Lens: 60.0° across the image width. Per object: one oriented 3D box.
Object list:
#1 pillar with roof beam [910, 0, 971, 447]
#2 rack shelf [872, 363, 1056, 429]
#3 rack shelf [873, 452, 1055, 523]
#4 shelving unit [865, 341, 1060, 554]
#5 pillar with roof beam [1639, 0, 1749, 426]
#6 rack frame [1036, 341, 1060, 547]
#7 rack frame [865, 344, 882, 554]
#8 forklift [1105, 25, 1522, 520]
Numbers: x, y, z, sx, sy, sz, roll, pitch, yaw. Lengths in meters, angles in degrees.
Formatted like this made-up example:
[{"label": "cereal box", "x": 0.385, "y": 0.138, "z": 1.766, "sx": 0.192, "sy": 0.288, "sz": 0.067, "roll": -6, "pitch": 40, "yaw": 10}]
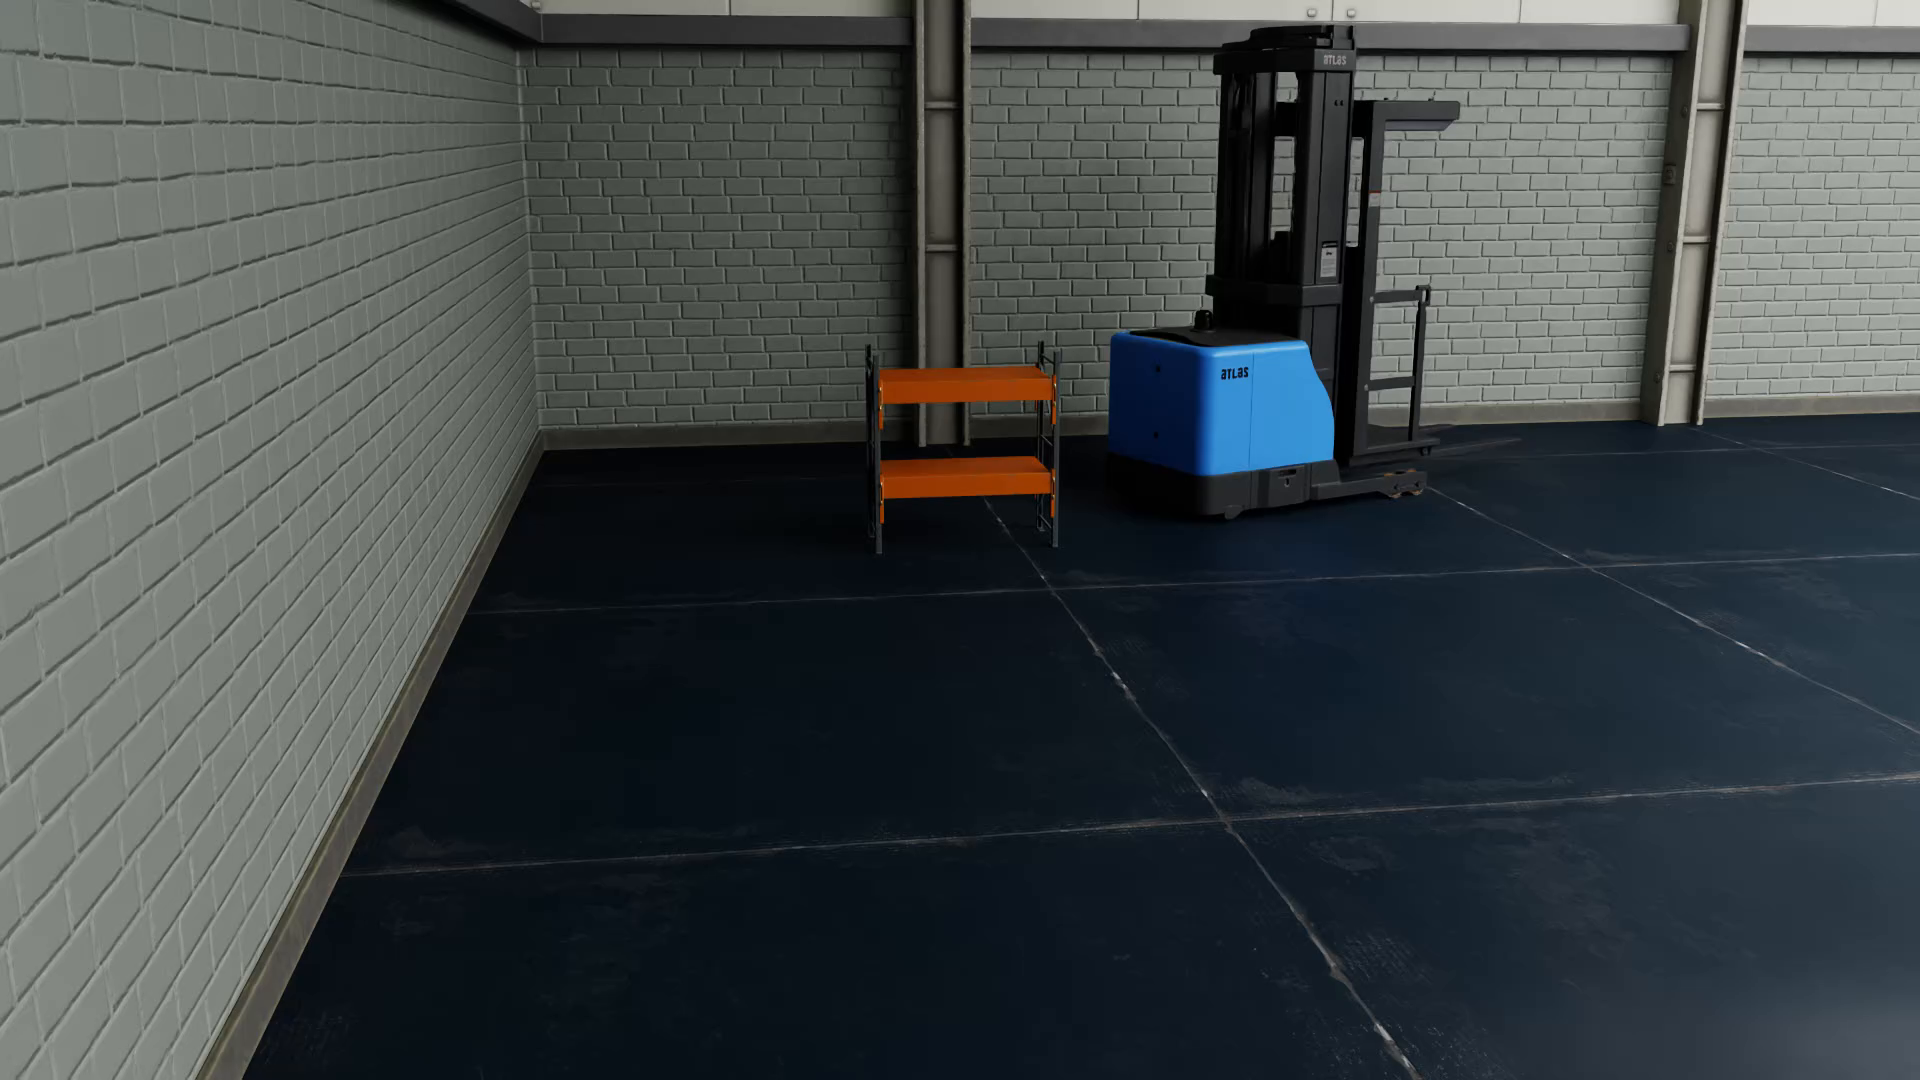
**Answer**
[{"label": "pillar with roof beam", "x": 0.500, "y": -4.077, "z": 7.478, "sx": 0.400, "sy": 9.000, "sz": 9.100, "roll": -2, "pitch": 14, "yaw": -8}, {"label": "rack shelf", "x": 0.007, "y": -0.830, "z": 9.515, "sx": 1.000, "sy": 0.278, "sz": 0.538, "roll": -2, "pitch": 14, "yaw": -8}, {"label": "rack shelf", "x": 0.007, "y": -0.309, "z": 9.645, "sx": 1.000, "sy": 0.278, "sz": 0.538, "roll": -2, "pitch": 14, "yaw": -8}, {"label": "shelving unit", "x": 0.007, "y": -0.546, "z": 9.586, "sx": 1.048, "sy": 1.125, "sz": 0.538, "roll": -2, "pitch": 14, "yaw": -8}, {"label": "pillar with roof beam", "x": 6.433, "y": -4.294, "z": 8.345, "sx": 0.400, "sy": 9.000, "sz": 9.100, "roll": -2, "pitch": 14, "yaw": -8}, {"label": "rack frame", "x": 0.509, "y": -0.564, "z": 9.659, "sx": 0.032, "sy": 1.125, "sz": 0.500, "roll": -2, "pitch": 14, "yaw": -8}, {"label": "rack frame", "x": -0.496, "y": -0.527, "z": 9.513, "sx": 0.032, "sy": 1.125, "sz": 0.500, "roll": -2, "pitch": 14, "yaw": -8}, {"label": "forklift", "x": 2.469, "y": -1.791, "z": 10.836, "sx": 3.031, "sy": 2.935, "sz": 1.130, "roll": -8, "pitch": 16, "yaw": -30}]
